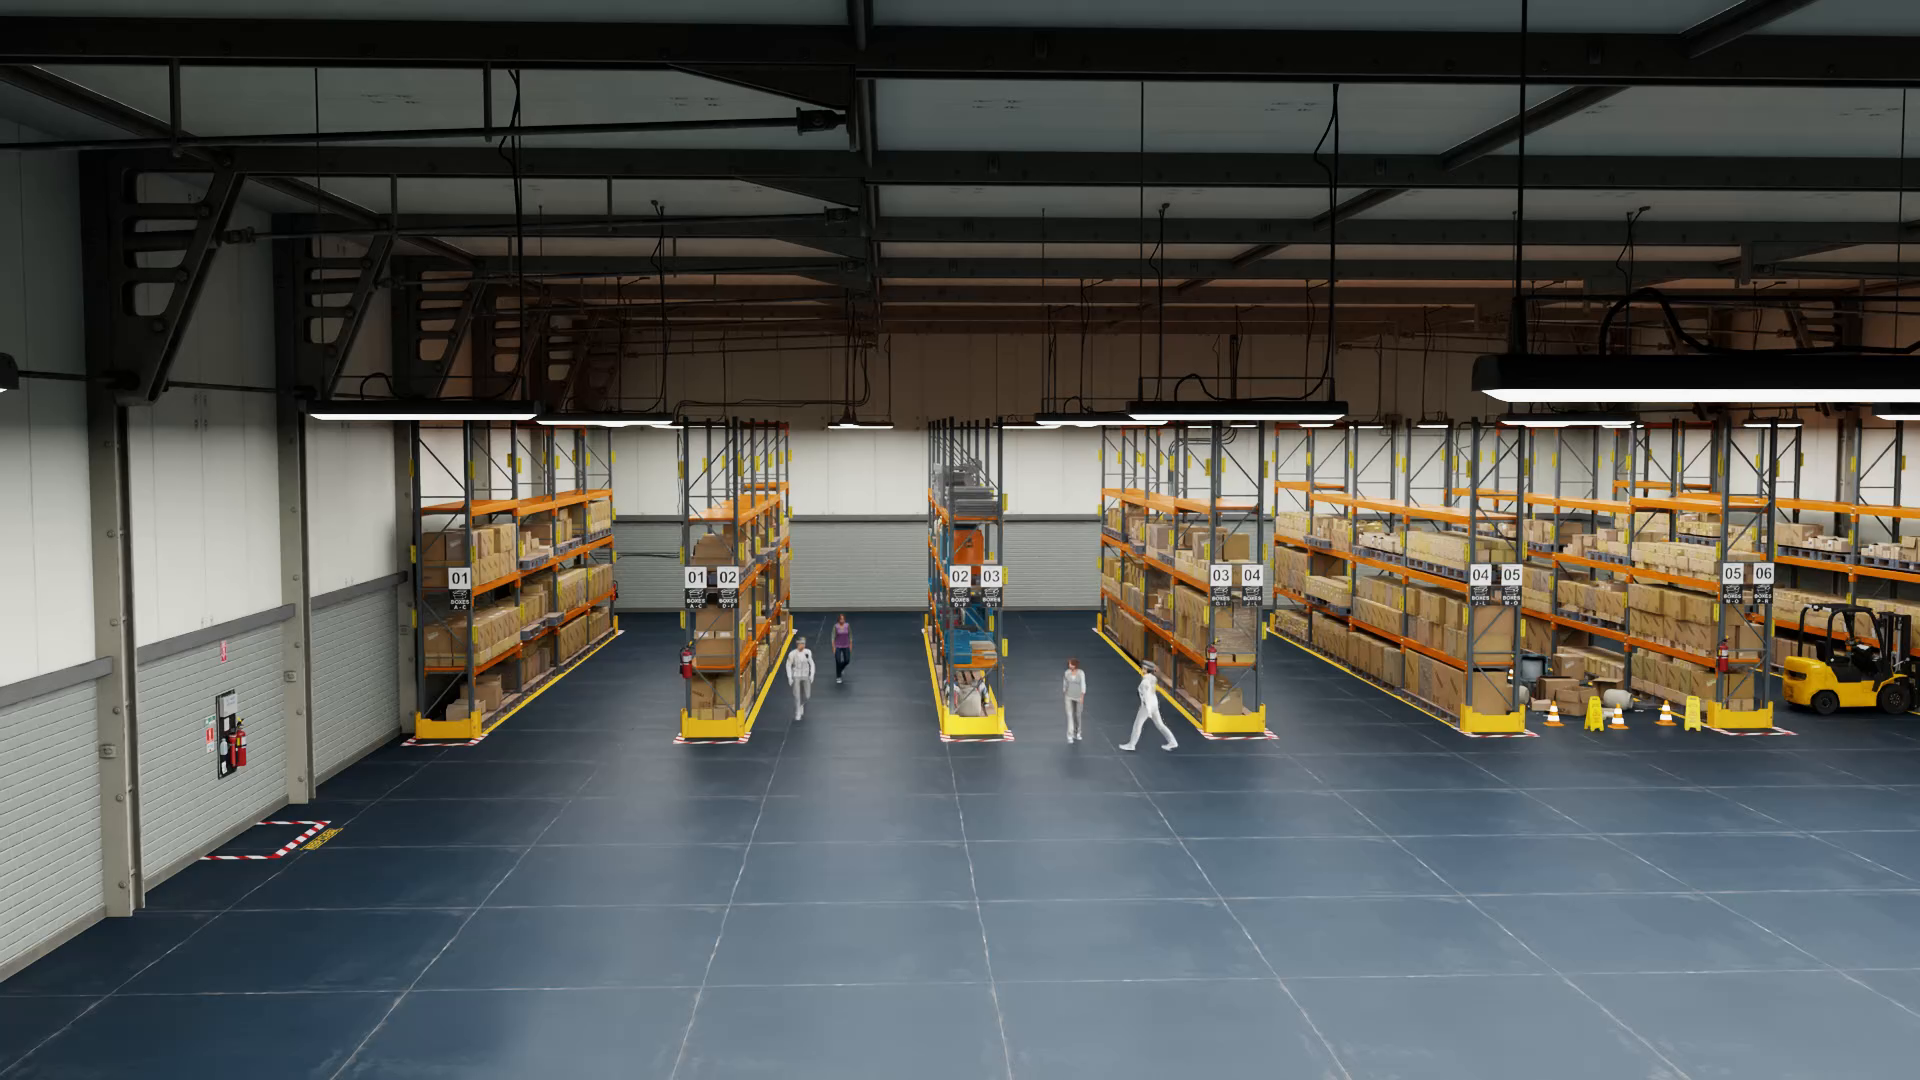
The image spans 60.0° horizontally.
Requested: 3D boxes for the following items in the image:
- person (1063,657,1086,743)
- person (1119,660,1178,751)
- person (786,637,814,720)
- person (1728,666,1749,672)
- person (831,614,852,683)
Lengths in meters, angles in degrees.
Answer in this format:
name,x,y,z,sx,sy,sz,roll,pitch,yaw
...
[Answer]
name,x,y,z,sx,sy,sz,roll,pitch,yaw
person,2.093,2.935,30.468,0.431,1.559,0.923,0,4,7
person,3.368,2.956,29.701,1.042,1.629,0.499,1,4,15
person,-3.199,2.738,33.199,0.573,1.662,0.546,-1,4,-17
person,16.967,2.557,36.230,0.610,1.615,0.763,0,4,-1
person,-2.724,2.462,38.120,0.503,1.579,0.487,-1,4,-12
